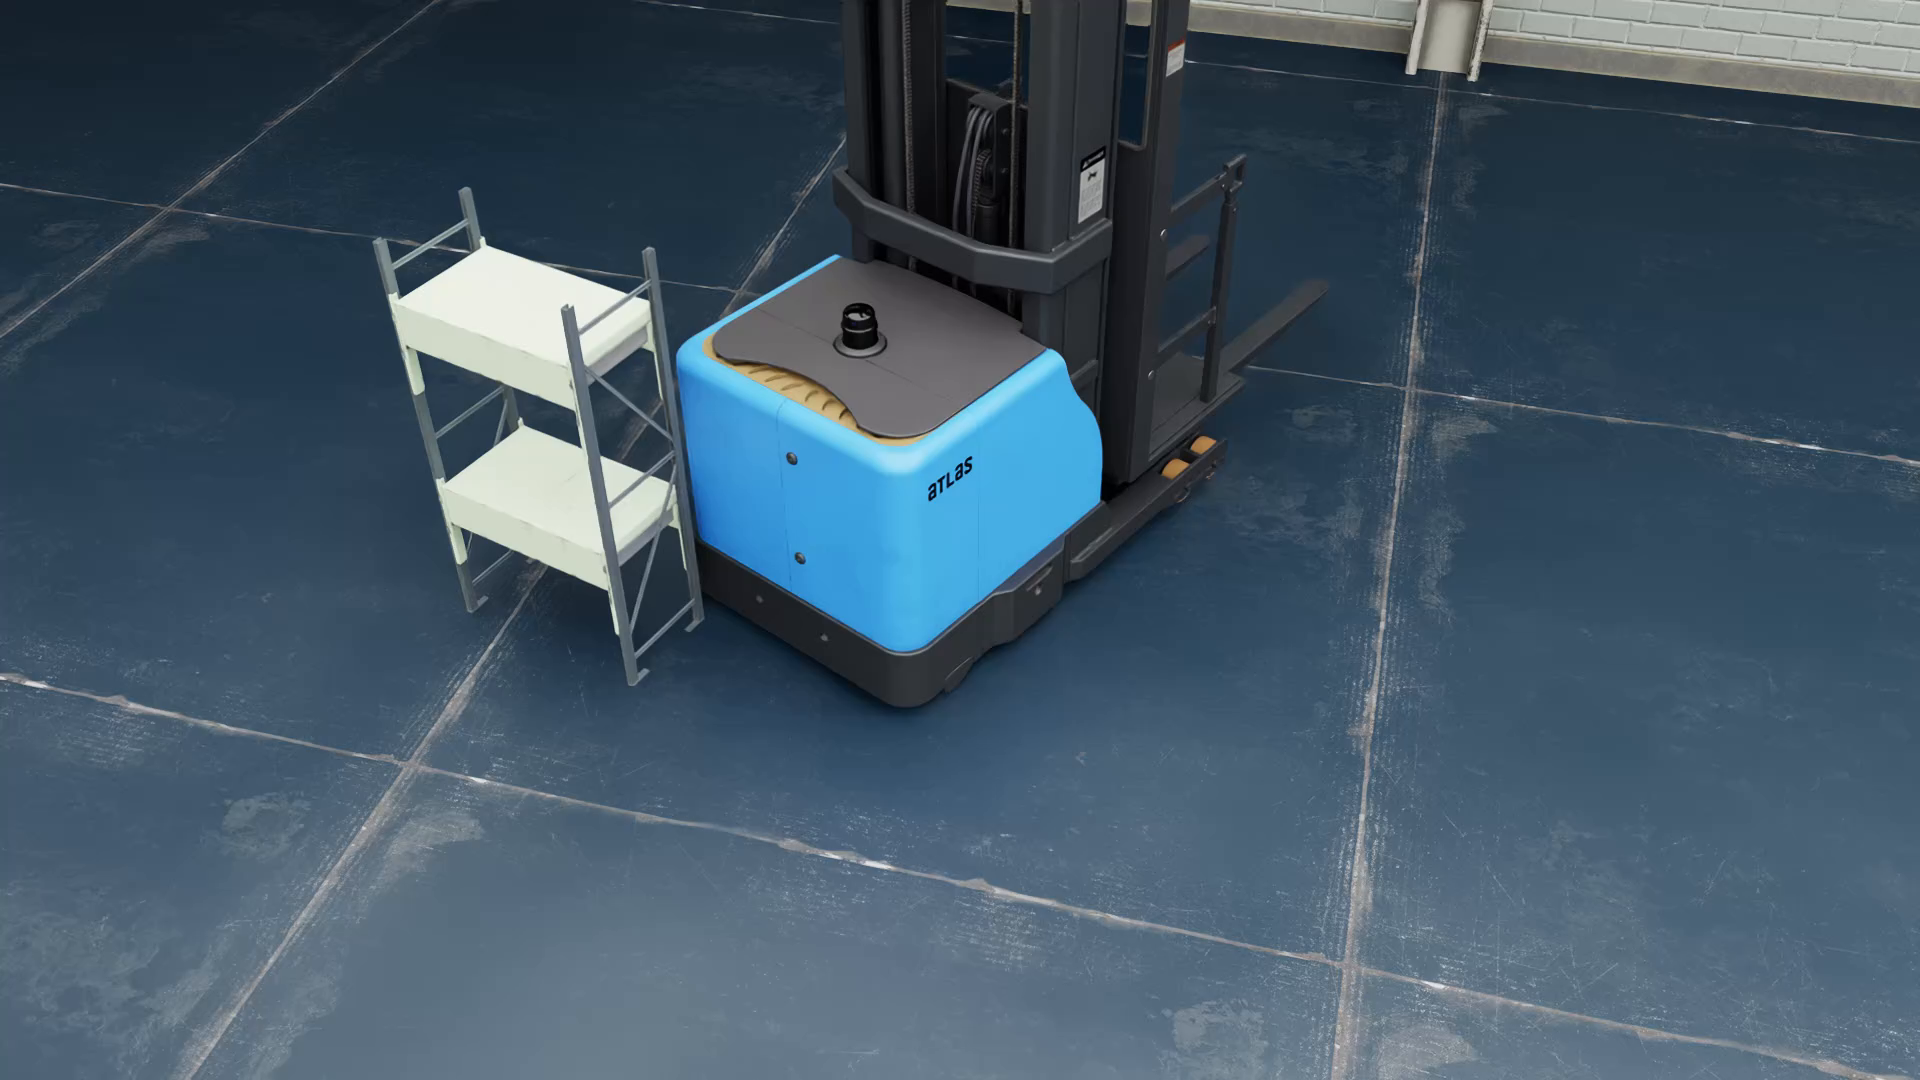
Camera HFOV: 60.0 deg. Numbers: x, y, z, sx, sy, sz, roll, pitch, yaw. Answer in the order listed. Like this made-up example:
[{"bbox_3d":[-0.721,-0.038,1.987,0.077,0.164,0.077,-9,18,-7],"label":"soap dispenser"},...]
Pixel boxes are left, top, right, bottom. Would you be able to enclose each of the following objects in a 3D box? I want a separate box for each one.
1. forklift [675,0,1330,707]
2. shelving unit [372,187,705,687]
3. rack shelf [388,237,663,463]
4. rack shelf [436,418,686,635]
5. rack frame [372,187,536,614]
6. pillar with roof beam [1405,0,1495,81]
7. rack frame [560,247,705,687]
[{"bbox_3d":[0.392,-1.453,5.701,1.130,2.935,3.031,28,47,29],"label":"forklift"},{"bbox_3d":[-1.335,-0.306,5.448,0.755,1.500,0.431,21,44,23],"label":"shelving unit"},{"bbox_3d":[-1.335,-0.605,5.197,0.720,0.370,0.431,21,44,23],"label":"rack shelf"},{"bbox_3d":[-1.335,-0.056,5.658,0.720,0.370,0.431,21,44,23],"label":"rack shelf"},{"bbox_3d":[-1.650,-0.426,5.590,0.023,1.500,0.400,21,44,23],"label":"rack frame"},{"bbox_3d":[1.631,-3.467,3.381,0.400,9.000,9.100,10,41,11],"label":"pillar with roof beam"},{"bbox_3d":[-1.019,-0.187,5.306,0.023,1.500,0.400,21,44,23],"label":"rack frame"}]
